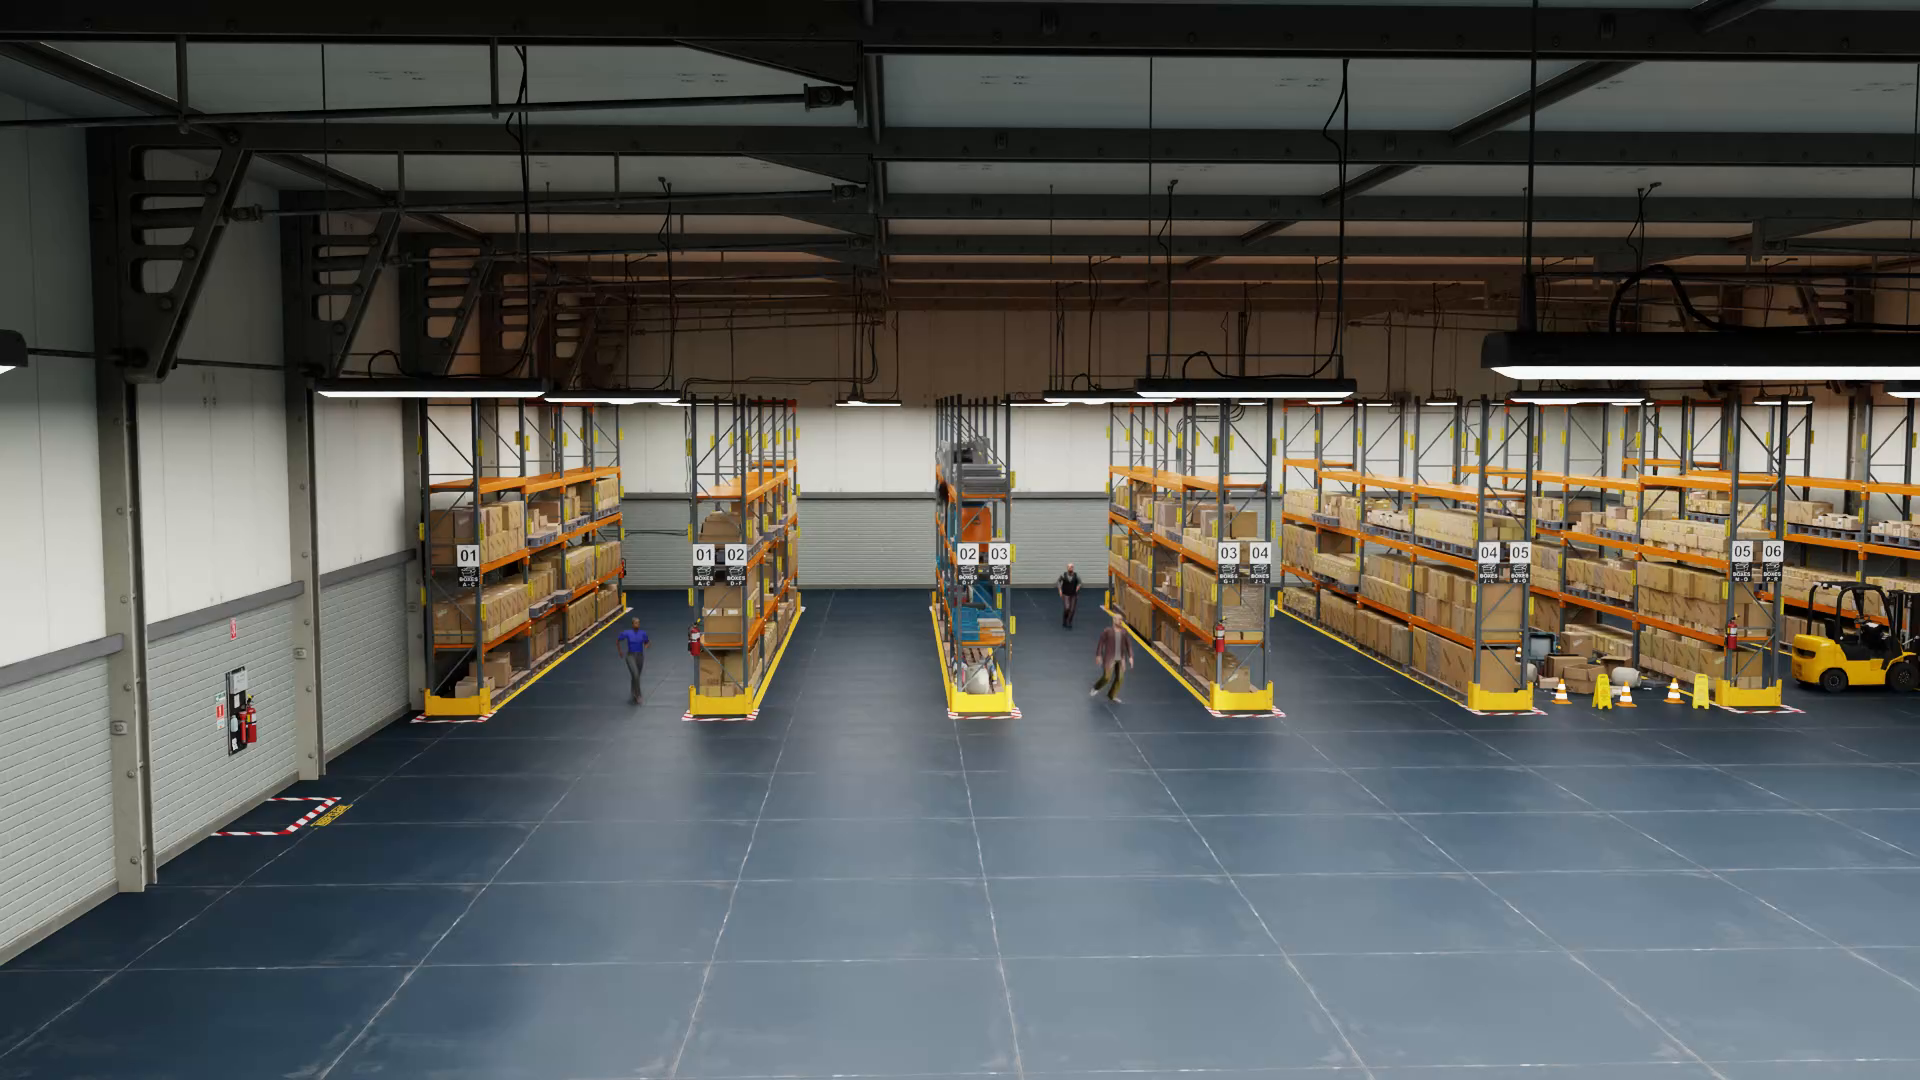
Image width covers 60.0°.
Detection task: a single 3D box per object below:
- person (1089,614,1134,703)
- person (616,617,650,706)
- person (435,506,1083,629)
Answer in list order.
[{"bbox_3d":[2.957,2.304,32.327,0.802,1.737,0.440,-1,5,-16],"label":"person"},{"bbox_3d":[-6.372,2.346,32.464,0.626,1.683,0.907,-3,5,-34],"label":"person"},{"bbox_3d":[-3.405,0.817,37.698,14.467,3.884,10.340,-1,5,-7],"label":"person"}]
